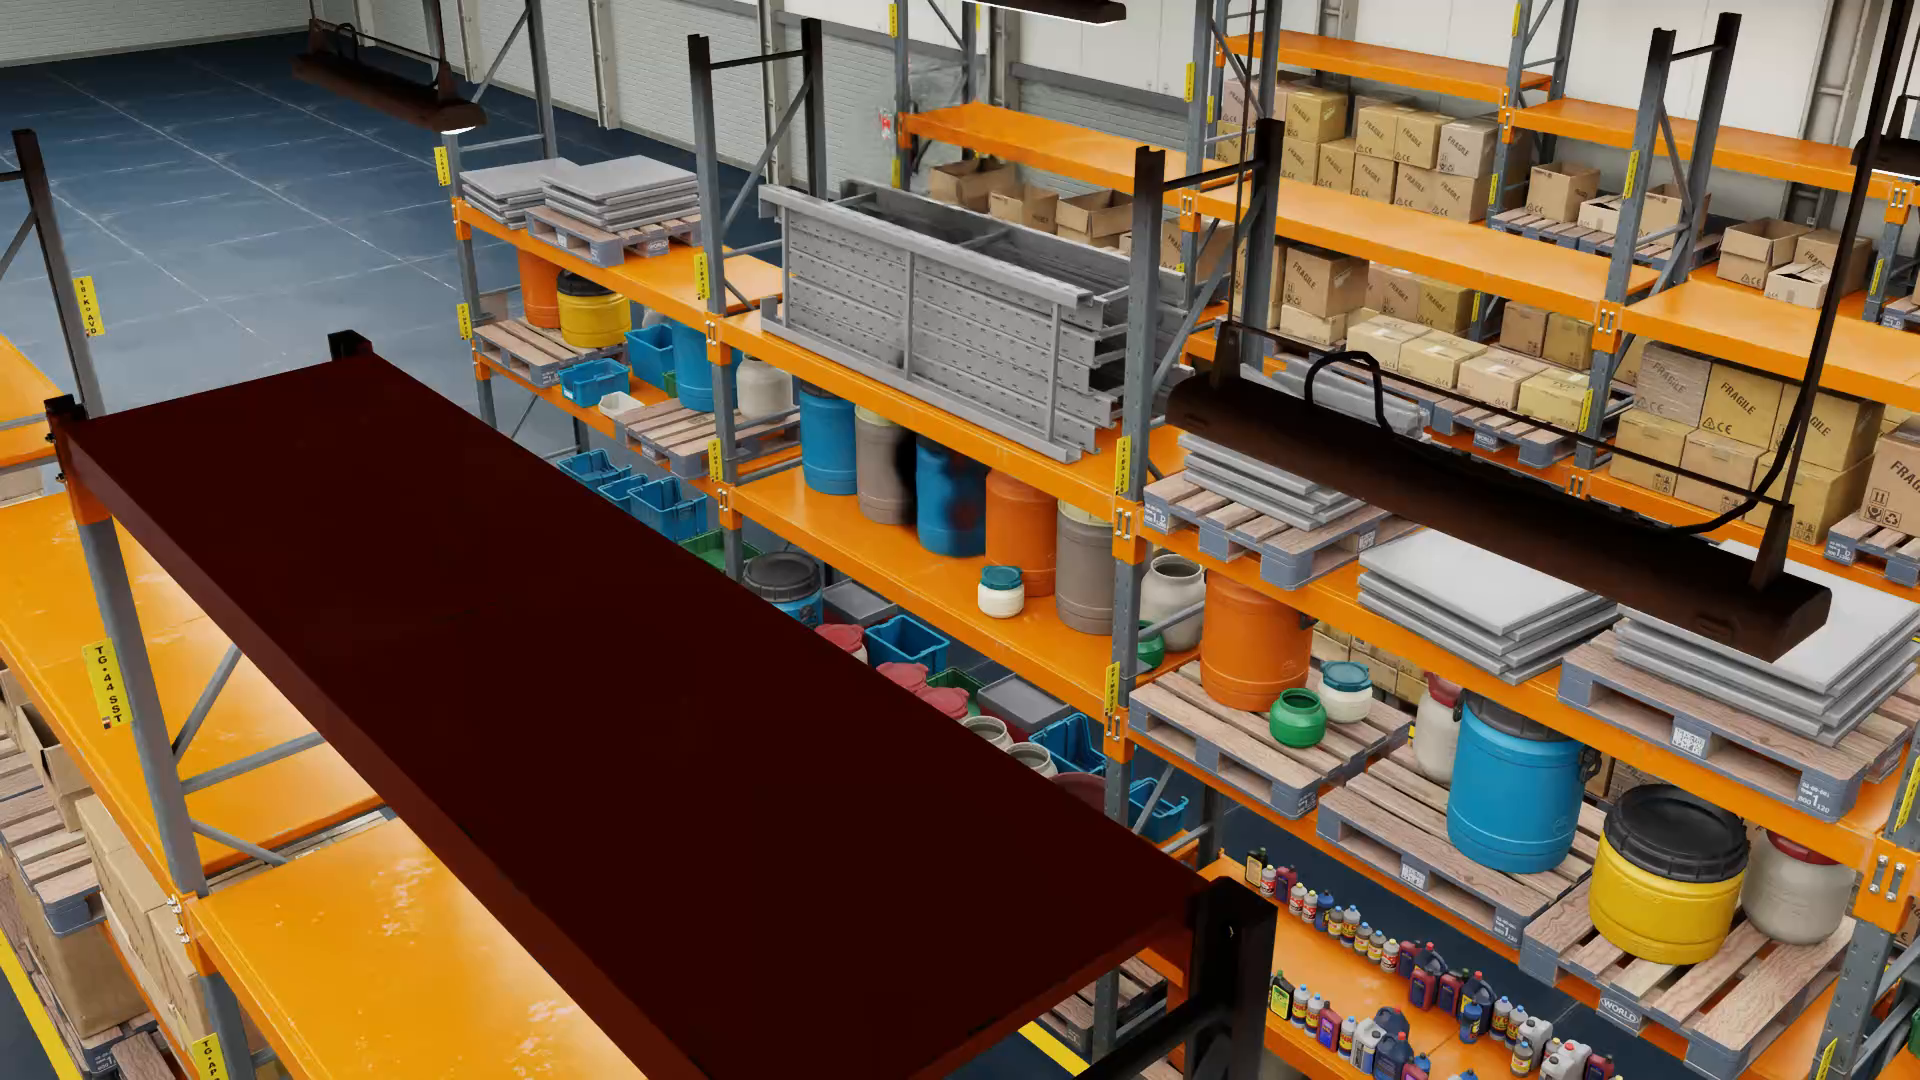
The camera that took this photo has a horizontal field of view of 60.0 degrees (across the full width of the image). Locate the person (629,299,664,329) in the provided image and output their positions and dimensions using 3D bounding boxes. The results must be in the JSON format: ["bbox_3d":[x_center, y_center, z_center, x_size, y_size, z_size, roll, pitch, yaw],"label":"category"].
[{"bbox_3d":[-3.967,-3.016,21.681,0.861,1.661,0.632,-10,29,-19],"label":"person"}]
